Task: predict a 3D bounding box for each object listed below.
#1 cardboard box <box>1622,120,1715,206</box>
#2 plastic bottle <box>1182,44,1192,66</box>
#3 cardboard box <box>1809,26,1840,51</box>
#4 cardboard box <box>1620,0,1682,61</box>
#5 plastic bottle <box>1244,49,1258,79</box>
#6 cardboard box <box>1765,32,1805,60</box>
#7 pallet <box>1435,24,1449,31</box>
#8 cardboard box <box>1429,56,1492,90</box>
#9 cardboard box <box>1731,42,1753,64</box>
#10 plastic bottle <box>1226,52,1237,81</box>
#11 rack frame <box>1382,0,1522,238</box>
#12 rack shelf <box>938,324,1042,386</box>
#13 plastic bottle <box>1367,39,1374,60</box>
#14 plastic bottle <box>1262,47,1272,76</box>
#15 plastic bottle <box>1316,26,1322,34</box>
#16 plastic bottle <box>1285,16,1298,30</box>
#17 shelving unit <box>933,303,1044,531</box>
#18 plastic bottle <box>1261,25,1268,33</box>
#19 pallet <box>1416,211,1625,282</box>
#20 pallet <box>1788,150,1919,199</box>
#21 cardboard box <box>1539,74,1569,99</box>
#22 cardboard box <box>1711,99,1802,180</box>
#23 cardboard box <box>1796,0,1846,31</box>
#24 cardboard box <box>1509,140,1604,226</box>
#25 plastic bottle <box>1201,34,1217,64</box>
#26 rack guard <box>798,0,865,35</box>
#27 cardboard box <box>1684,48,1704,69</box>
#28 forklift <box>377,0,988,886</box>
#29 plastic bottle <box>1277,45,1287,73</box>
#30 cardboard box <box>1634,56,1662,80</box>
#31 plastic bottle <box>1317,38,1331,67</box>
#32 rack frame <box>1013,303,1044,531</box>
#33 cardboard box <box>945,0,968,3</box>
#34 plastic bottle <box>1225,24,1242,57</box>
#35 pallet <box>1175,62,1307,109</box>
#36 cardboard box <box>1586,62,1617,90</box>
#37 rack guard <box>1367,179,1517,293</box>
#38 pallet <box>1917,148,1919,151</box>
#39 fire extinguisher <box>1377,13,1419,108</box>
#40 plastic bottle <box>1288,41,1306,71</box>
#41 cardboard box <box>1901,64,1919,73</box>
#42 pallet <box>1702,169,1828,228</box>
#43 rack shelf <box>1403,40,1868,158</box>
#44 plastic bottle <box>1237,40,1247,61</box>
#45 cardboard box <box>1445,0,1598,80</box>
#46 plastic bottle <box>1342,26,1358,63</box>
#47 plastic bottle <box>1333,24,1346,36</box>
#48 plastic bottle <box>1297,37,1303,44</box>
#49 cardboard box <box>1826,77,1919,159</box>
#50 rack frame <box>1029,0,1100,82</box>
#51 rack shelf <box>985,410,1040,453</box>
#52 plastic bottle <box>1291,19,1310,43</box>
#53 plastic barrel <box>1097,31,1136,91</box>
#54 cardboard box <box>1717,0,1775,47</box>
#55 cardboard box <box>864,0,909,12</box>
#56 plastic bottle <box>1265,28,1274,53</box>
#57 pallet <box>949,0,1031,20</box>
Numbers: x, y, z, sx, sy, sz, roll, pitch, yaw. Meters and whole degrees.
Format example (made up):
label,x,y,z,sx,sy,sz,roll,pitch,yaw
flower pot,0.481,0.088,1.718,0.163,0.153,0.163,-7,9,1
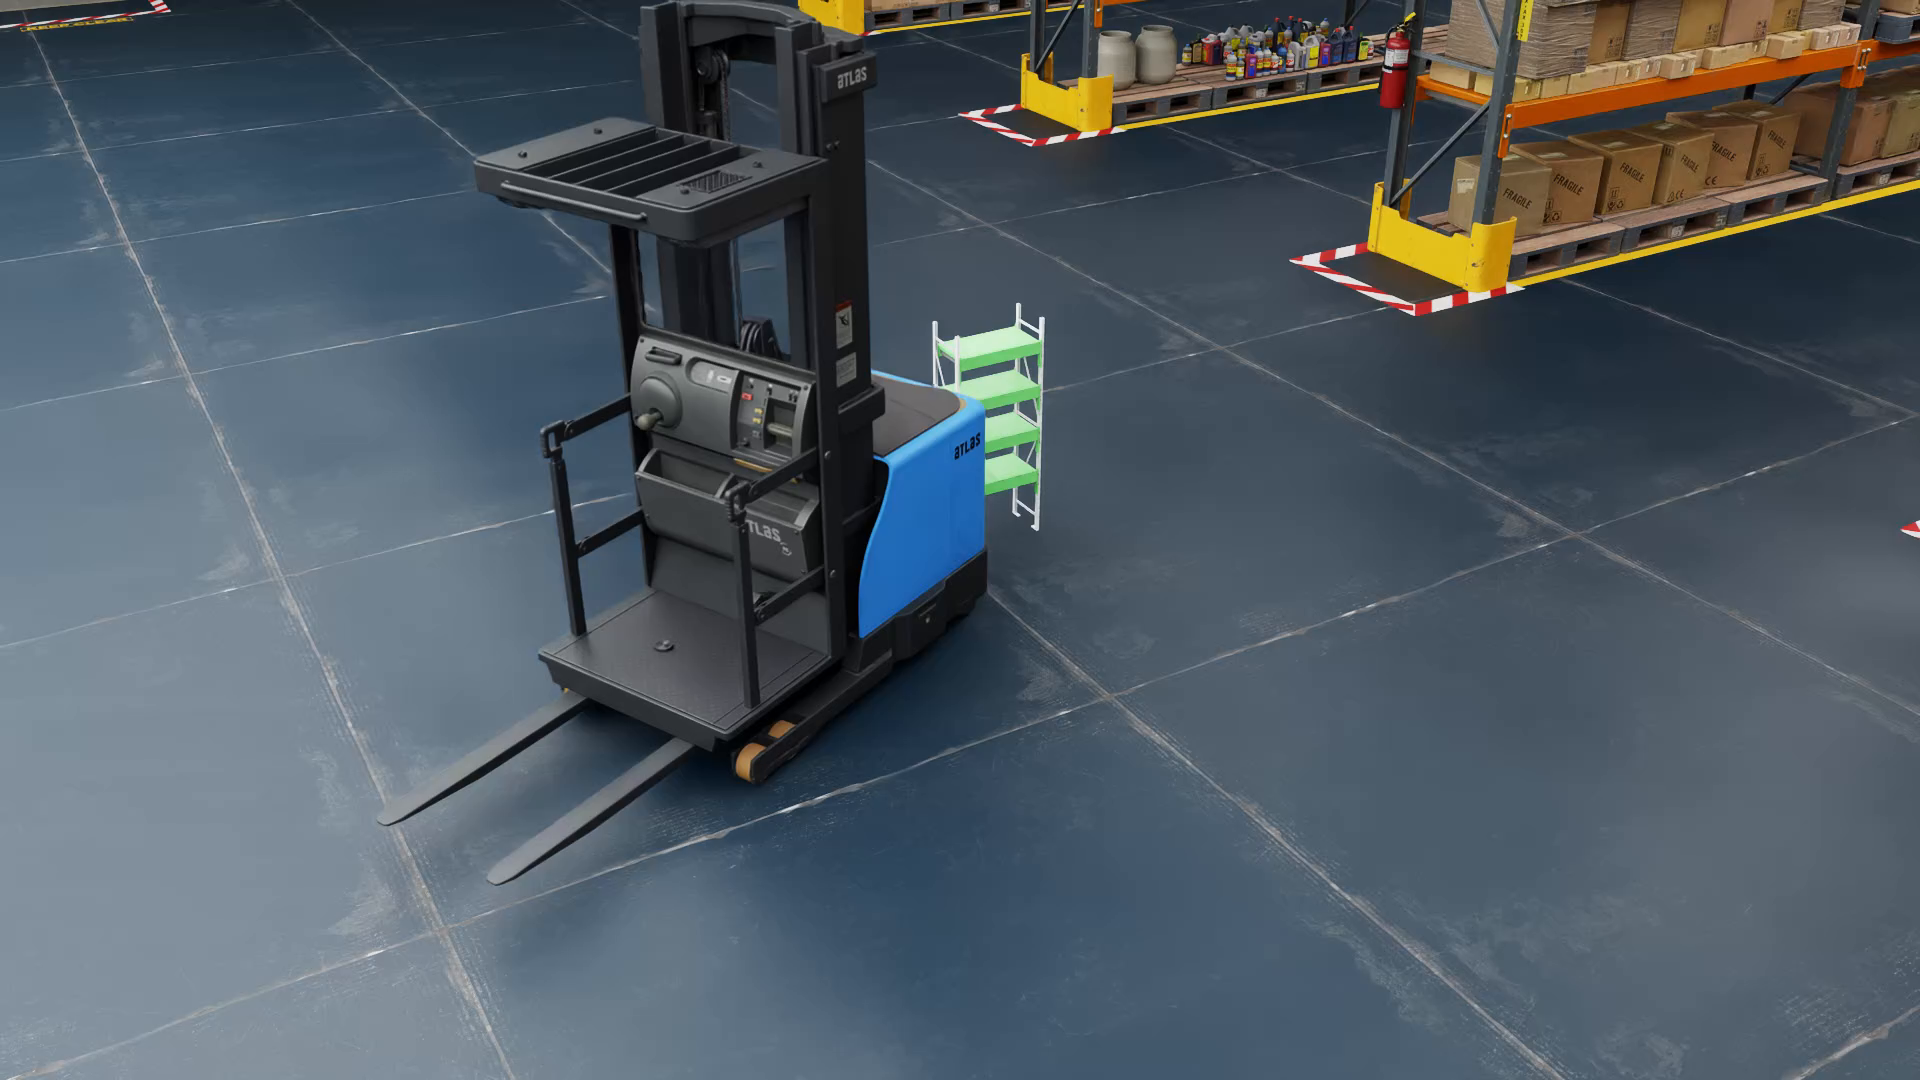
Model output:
label,x,y,z,sx,sy,sz,roll,pitch,yaw
cardboard box,5.593,-3.008,13.249,0.500,0.500,0.500,-19,34,-31
plastic bottle,2.347,-5.012,17.168,0.097,0.201,0.097,0,29,0
cardboard box,6.686,-3.986,13.128,0.250,0.149,0.380,-16,33,-26
cardboard box,4.806,-3.923,12.342,0.500,0.500,0.875,-16,33,-26
plastic bottle,2.911,-4.777,16.658,0.133,0.283,0.061,-15,32,-26
cardboard box,6.281,-3.842,12.867,0.250,0.149,0.380,-16,33,-26
pallet,6.144,-5.679,18.823,1.213,0.211,1.003,-16,33,-26
cardboard box,3.636,-3.395,12.057,0.250,0.149,0.380,-16,33,-26
cardboard box,5.804,-3.758,12.714,0.250,0.149,0.380,-16,33,-26
plastic bottle,2.706,-4.724,16.574,0.097,0.271,0.097,0,29,0
rack frame,3.494,-3.349,11.714,0.127,3.000,1.000,-16,33,-26
rack shelf,0.143,-0.930,8.332,0.480,0.148,0.258,-16,33,-26
plastic bottle,4.279,-5.140,17.400,0.097,0.201,0.097,0,29,0
plastic bottle,3.088,-4.833,16.771,0.097,0.271,0.097,0,29,0
plastic bottle,3.849,-5.438,17.941,0.097,0.201,0.097,0,29,0
plastic bottle,3.528,-5.399,17.716,0.185,0.351,0.144,-15,32,-25
shelving unit,0.143,-0.566,8.534,0.503,1.200,0.258,-16,33,-26
plastic bottle,3.202,-5.301,17.606,0.133,0.283,0.061,-14,32,-24
pallet,4.278,-2.331,12.755,1.213,0.211,1.003,-16,33,-26
pallet,7.614,-3.298,14.508,1.213,0.211,1.003,-16,33,-26
cardboard box,4.086,-3.262,11.817,0.250,0.149,0.380,-16,33,-26
cardboard box,6.578,-3.336,13.843,0.500,0.500,0.500,-17,33,-28
cardboard box,6.524,-4.418,13.239,0.500,0.500,0.875,-16,33,-26
cardboard box,4.539,-2.745,12.771,0.500,0.500,0.500,-8,30,-13
plastic bottle,2.578,-5.095,17.241,0.135,0.276,0.152,-16,33,-26
rack guard,-1.542,-6.376,19.786,0.348,0.500,1.175,-16,33,-26
cardboard box,5.352,-3.652,12.524,0.250,0.149,0.380,-16,33,-26
forklift,-1.107,-0.534,6.684,1.130,2.935,3.031,18,34,29
plastic bottle,3.263,-4.882,16.861,0.097,0.271,0.097,0,29,0
cardboard box,4.935,-3.518,12.280,0.250,0.149,0.380,-16,33,-26
plastic bottle,3.740,-5.013,17.085,0.133,0.283,0.061,-14,32,-23
rack frame,0.353,-0.626,8.642,0.015,1.200,0.240,-16,33,-26
cardboard box,-0.085,-6.741,20.272,0.500,0.250,0.500,-16,33,-26
plastic bottle,2.838,-5.204,17.361,0.185,0.351,0.144,-14,32,-24
pallet,2.781,-4.723,17.089,1.213,0.211,1.003,-16,33,-26
cardboard box,4.514,-3.387,12.043,0.250,0.149,0.380,-16,33,-26
rack guard,3.560,-2.273,12.351,0.348,0.500,1.175,-16,33,-26
pallet,8.667,-3.599,15.053,1.213,0.211,1.003,-16,33,-26
fire extinguisher,3.162,-3.479,12.029,0.183,0.674,0.296,-16,33,-26
plastic bottle,3.439,-4.949,16.978,0.135,0.276,0.152,-15,32,-25
cardboard box,8.867,-3.950,14.935,0.500,0.500,0.700,-13,31,-22
pallet,6.382,-2.928,13.837,1.213,0.211,1.003,-16,33,-26
rack shelf,5.219,-3.523,12.775,4.000,0.370,1.077,-16,33,-26
plastic bottle,2.937,-5.099,17.325,0.097,0.201,0.097,0,29,0
cardboard box,3.983,-3.646,11.841,0.500,0.500,0.875,-16,33,-26
plastic bottle,4.025,-5.146,17.257,0.185,0.351,0.144,-17,33,-28
plastic bottle,3.952,-5.206,17.366,0.185,0.351,0.144,-16,33,-26
plastic bottle,3.507,-5.027,17.111,0.133,0.283,0.061,-16,33,-26
cardboard box,7.904,-3.676,14.439,0.500,0.500,0.700,-16,33,-27
rack frame,0.985,-5.412,15.452,0.127,3.000,1.000,-16,33,-26
rack shelf,0.143,-0.510,8.564,0.480,0.148,0.258,-16,33,-26
plastic bottle,3.601,-5.339,17.607,0.185,0.351,0.144,-16,33,-26
plastic barrel,1.514,-4.700,16.302,0.421,0.512,0.421,0,29,0
cardboard box,5.695,-4.145,12.746,0.500,0.500,0.875,-16,33,-26
cardboard box,-0.946,-6.495,19.826,0.500,0.250,0.500,-16,33,-26
plastic bottle,3.257,-5.267,17.557,0.097,0.271,0.097,0,29,0
pallet,0.168,-6.757,20.775,1.213,0.211,1.003,-16,33,-26
